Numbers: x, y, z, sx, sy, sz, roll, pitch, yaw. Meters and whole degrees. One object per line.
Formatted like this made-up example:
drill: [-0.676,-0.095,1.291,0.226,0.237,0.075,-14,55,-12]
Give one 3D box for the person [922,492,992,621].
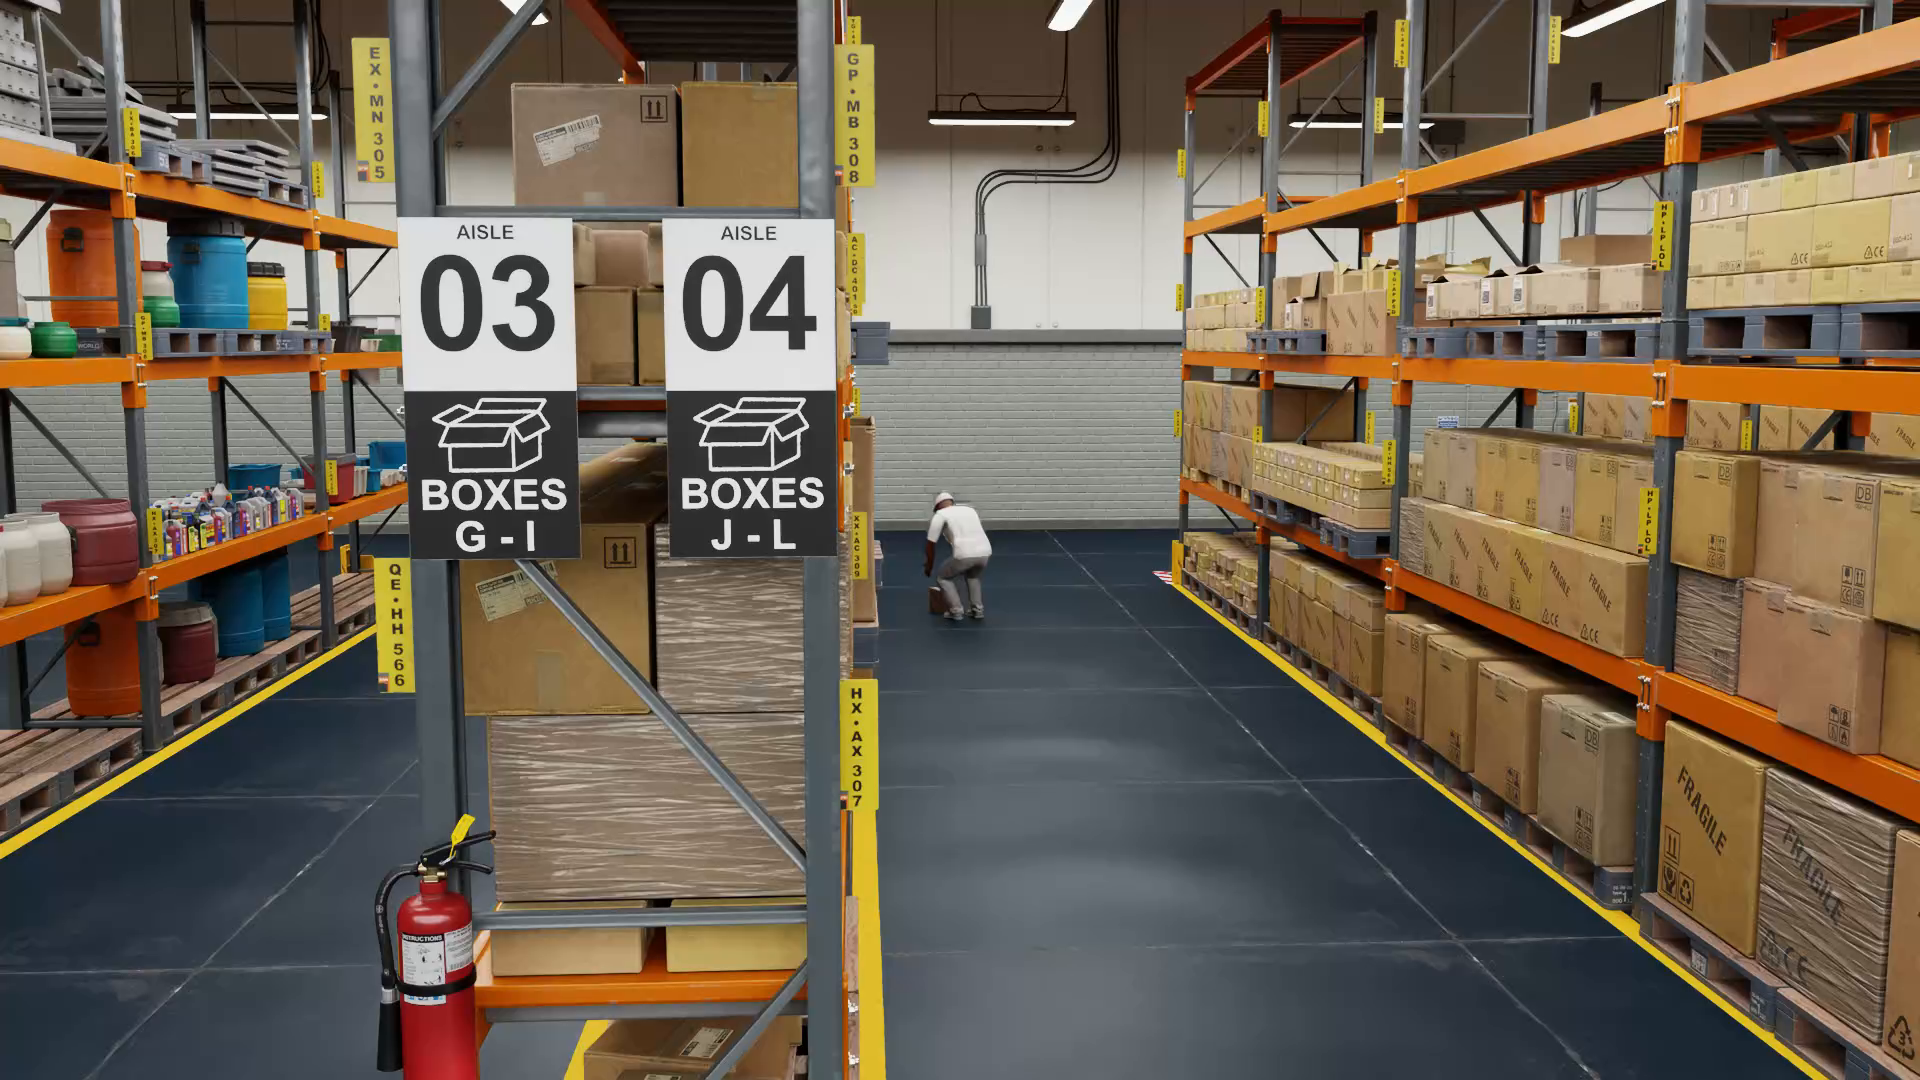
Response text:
person: [-0.028,0.171,17.630,0.629,1.313,0.805,-4,8,-28]
